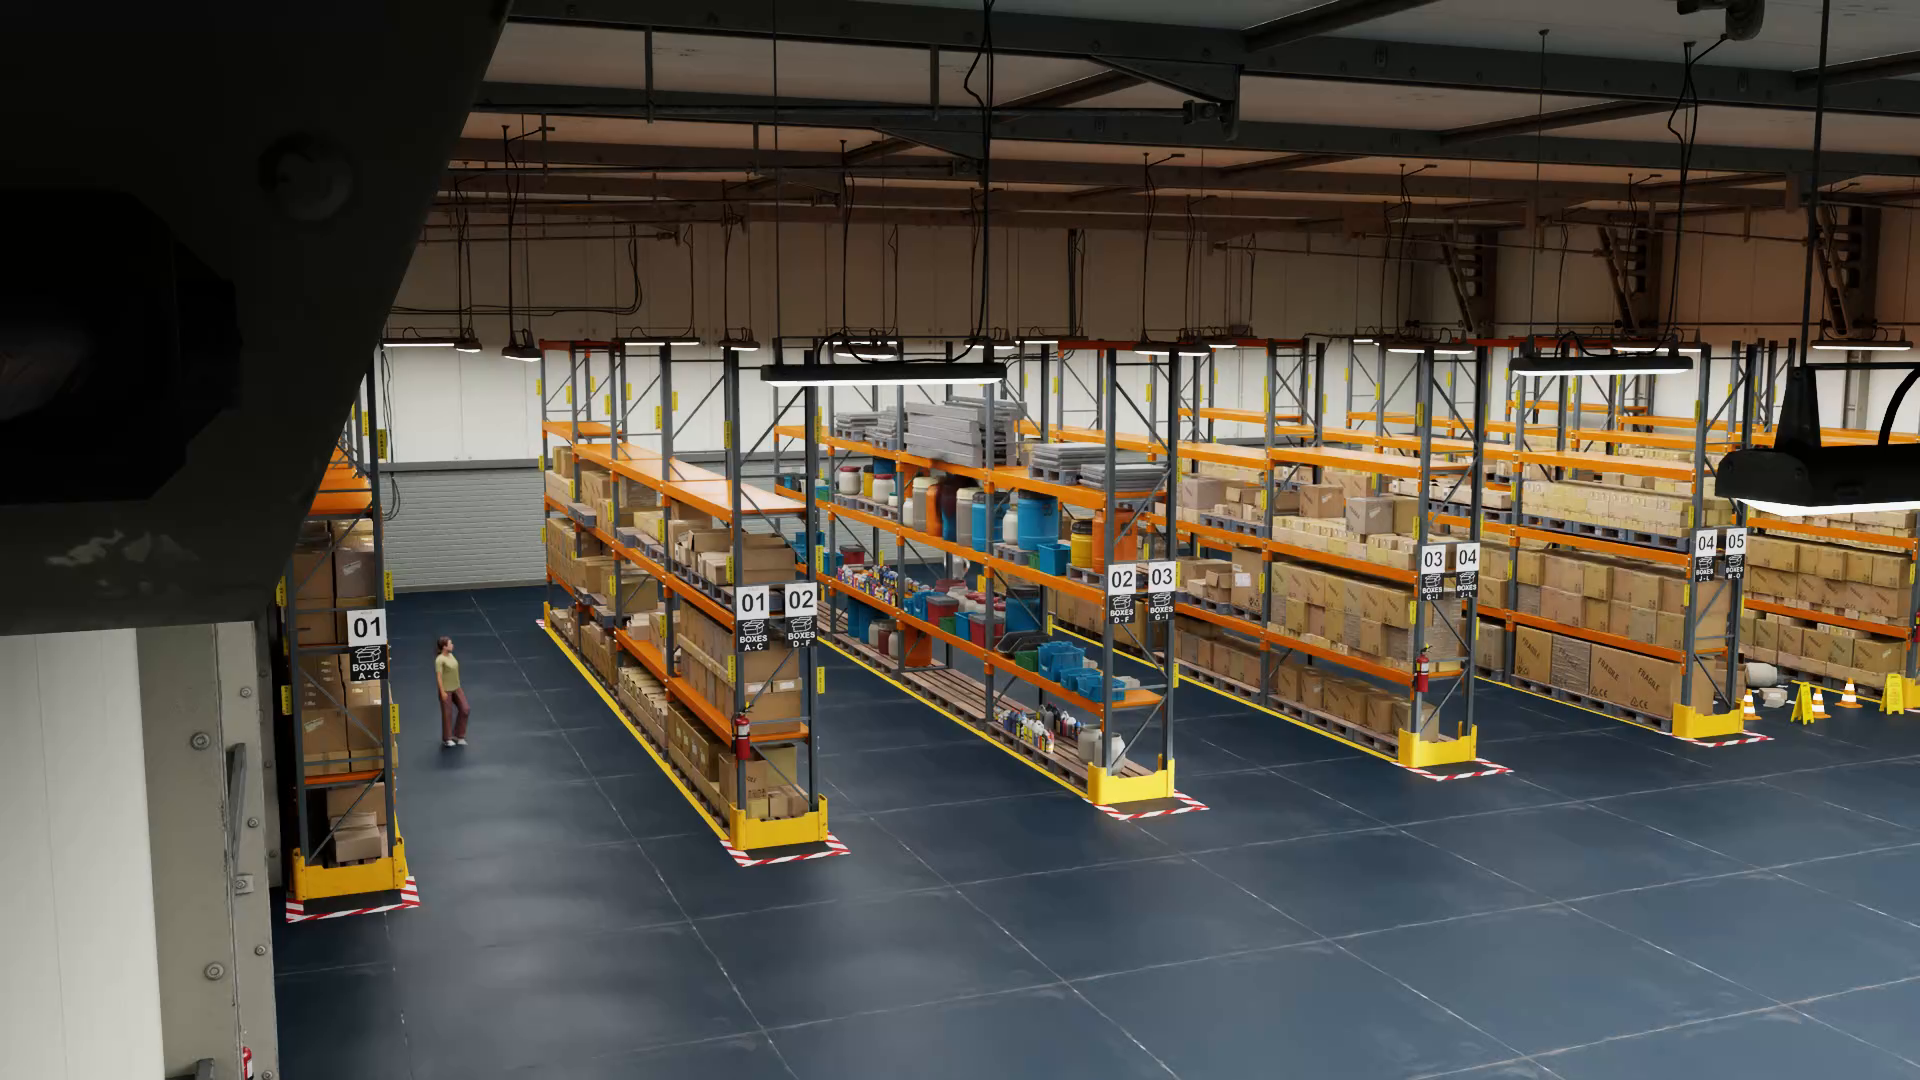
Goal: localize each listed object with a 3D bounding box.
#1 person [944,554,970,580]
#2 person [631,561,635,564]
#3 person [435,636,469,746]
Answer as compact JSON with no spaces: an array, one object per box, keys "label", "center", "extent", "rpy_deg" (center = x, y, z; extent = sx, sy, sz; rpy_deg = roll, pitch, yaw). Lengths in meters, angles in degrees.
[{"label":"person","center":[-0.062,0.870,36.568],"extent":[0.540,1.489,0.648],"rpy_deg":[-3,8,-19]},{"label":"person","center":[-7.053,0.805,36.116],"extent":[0.658,1.661,0.518],"rpy_deg":[4,9,30]},{"label":"person","center":[-7.688,2.291,25.002],"extent":[0.442,1.712,0.473],"rpy_deg":[6,10,39]}]
